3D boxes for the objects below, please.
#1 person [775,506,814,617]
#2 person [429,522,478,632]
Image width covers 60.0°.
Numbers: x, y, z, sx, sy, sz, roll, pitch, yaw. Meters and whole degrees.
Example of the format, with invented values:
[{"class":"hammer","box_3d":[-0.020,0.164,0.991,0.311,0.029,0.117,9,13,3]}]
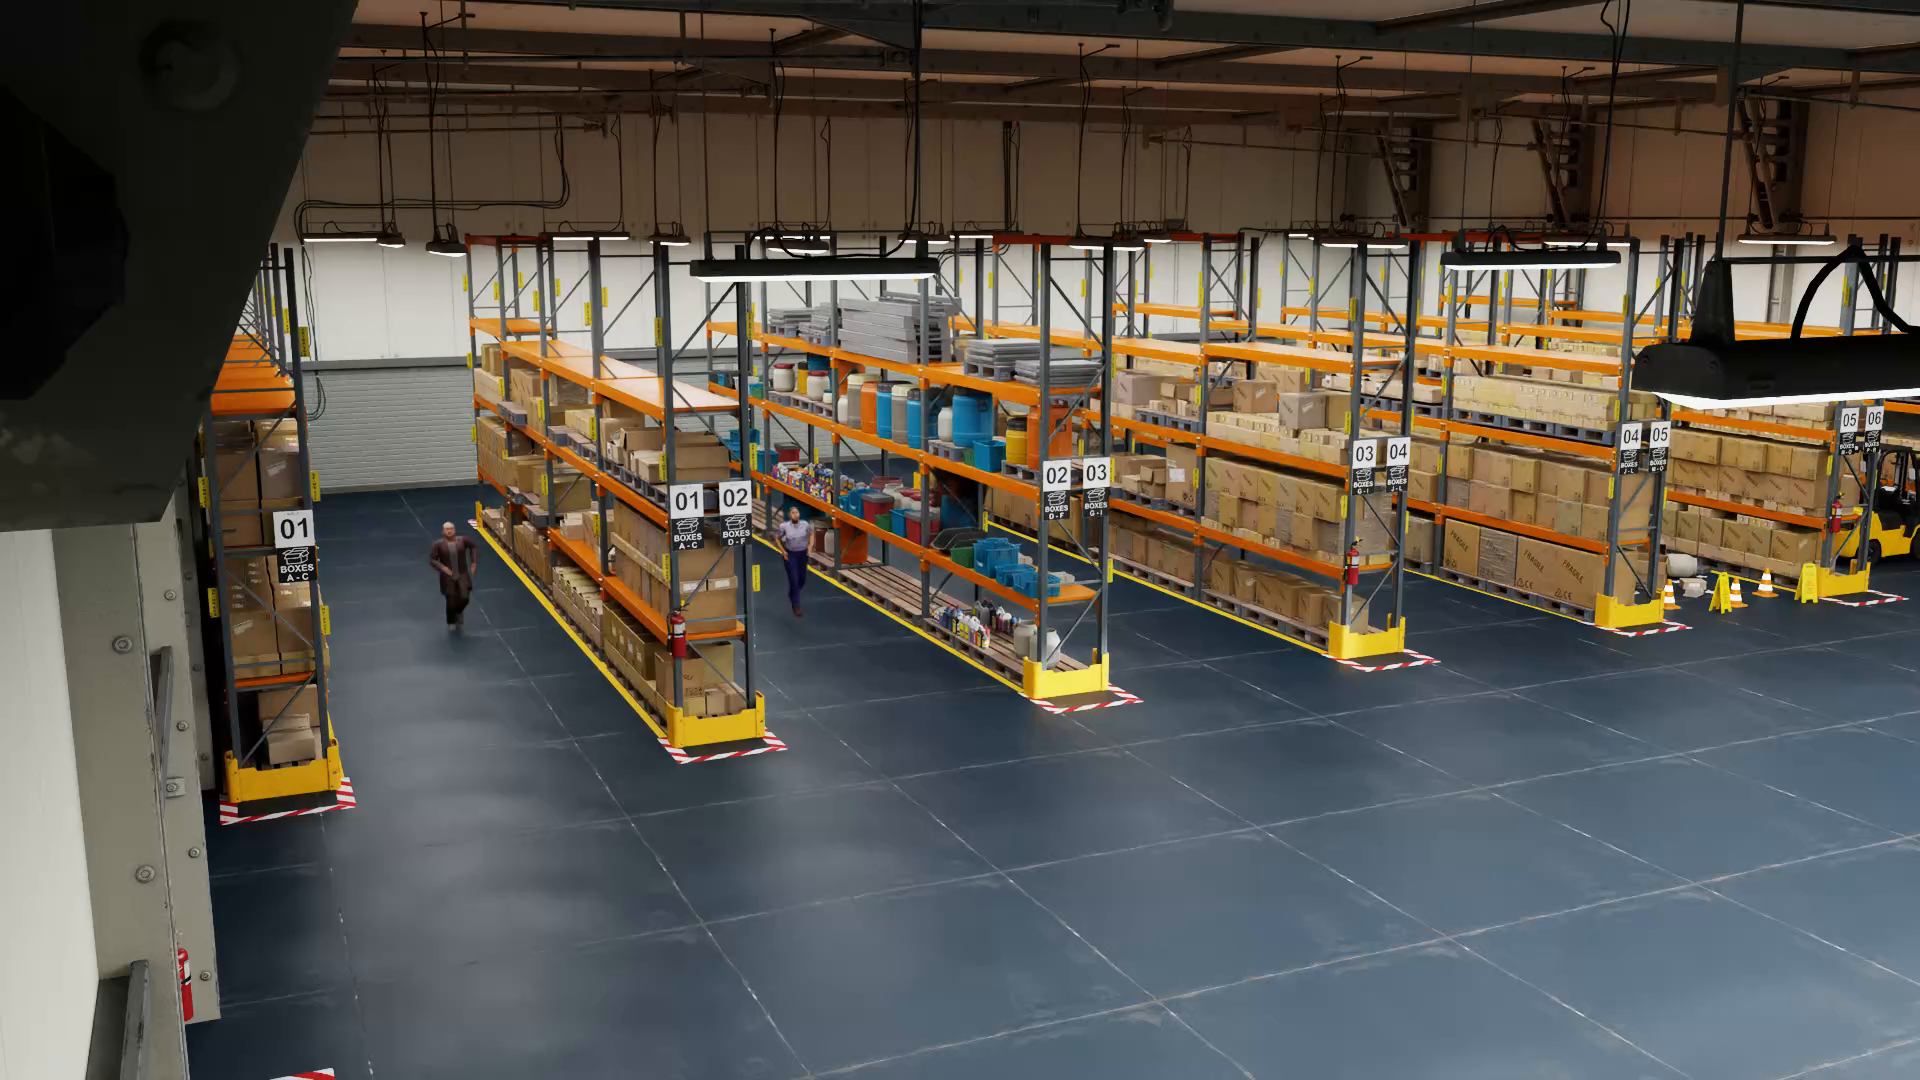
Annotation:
[{"class":"person","box_3d":[-2.556,0.301,25.880,0.625,1.693,0.628,-5,12,-23]},{"class":"person","box_3d":[-7.772,0.578,25.604,0.741,1.738,0.765,-5,12,-22]}]
